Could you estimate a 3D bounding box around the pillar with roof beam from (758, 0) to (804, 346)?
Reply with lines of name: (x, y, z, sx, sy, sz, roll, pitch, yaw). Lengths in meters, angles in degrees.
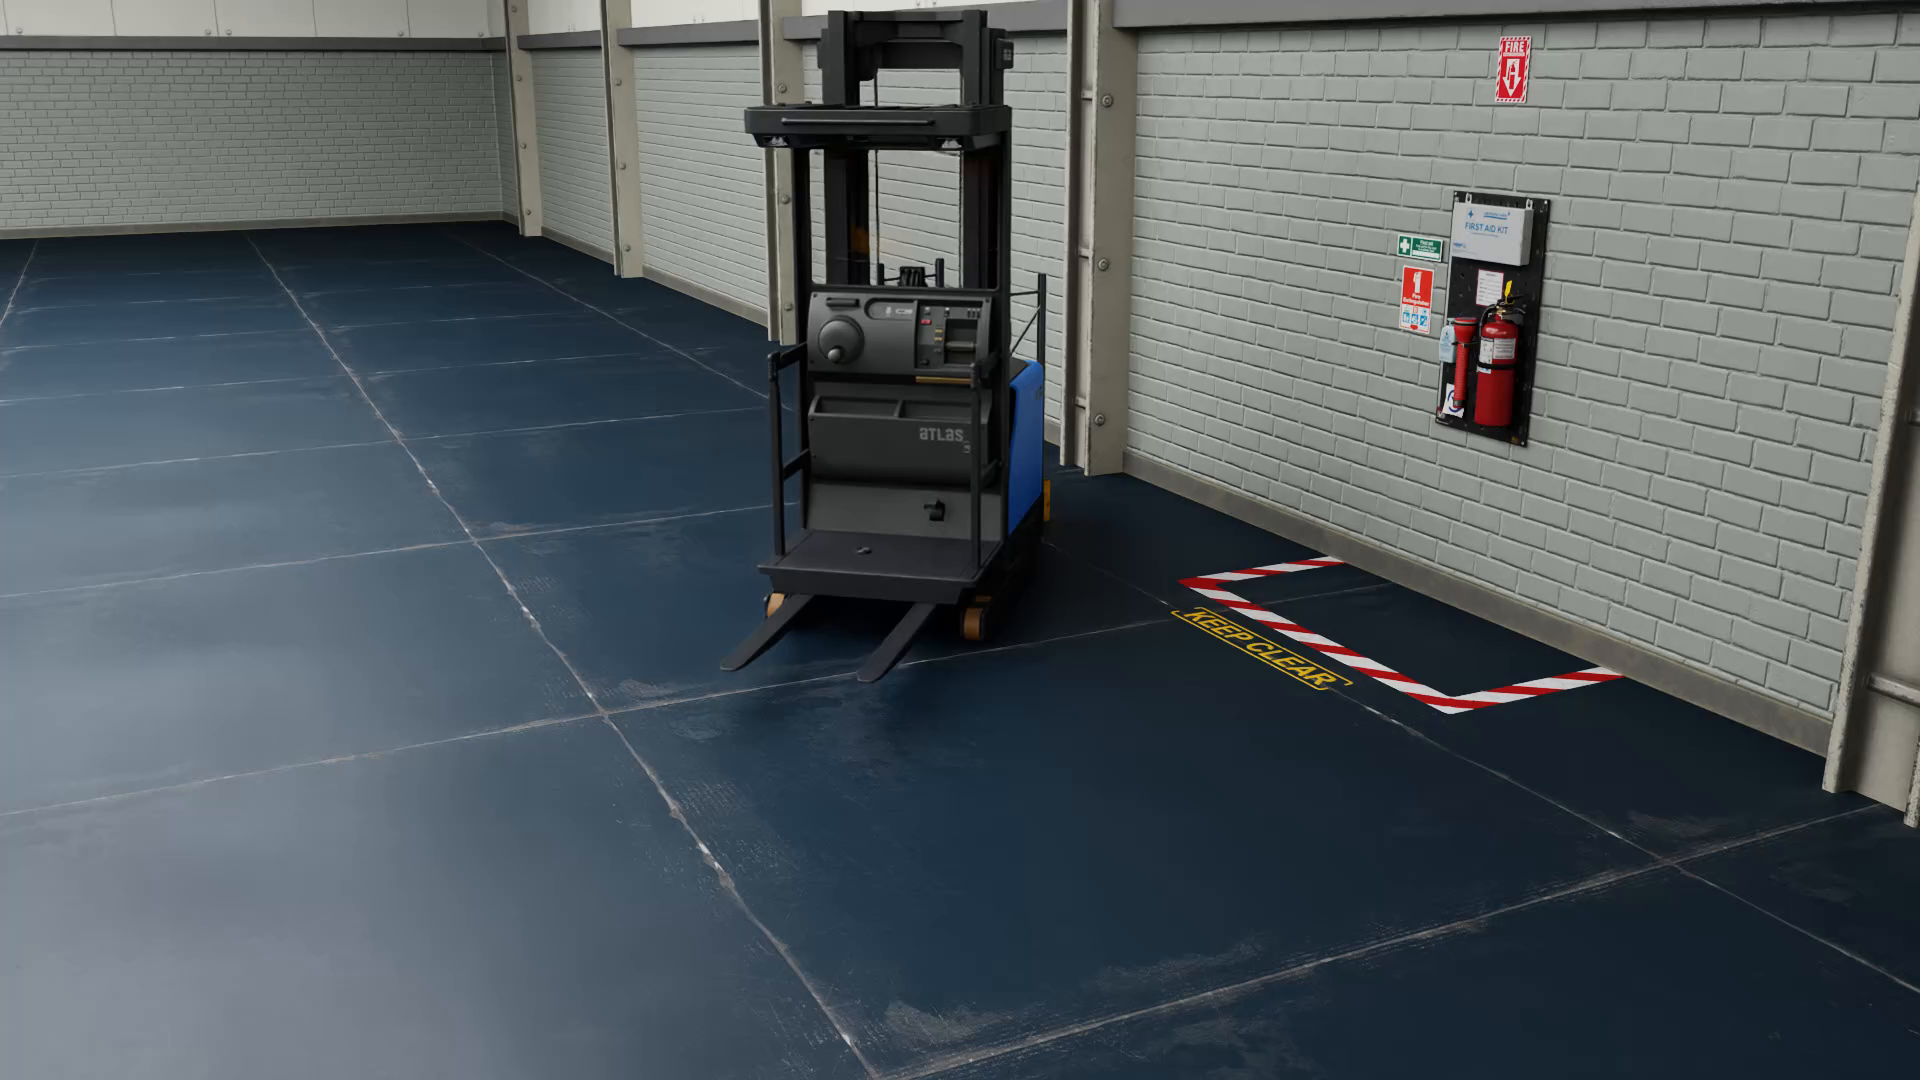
pillar with roof beam: (-5.579, -5.794, 13.626, 9.100, 9.000, 0.400, -8, 18, -25)

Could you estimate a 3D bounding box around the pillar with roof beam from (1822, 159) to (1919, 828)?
pillar with roof beam: (-0.322, -2.818, 3.257, 9.100, 9.000, 0.400, -8, 18, -25)

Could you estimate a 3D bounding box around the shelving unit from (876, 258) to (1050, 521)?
shelving unit: (-0.002, -0.915, 10.219, 0.587, 1.500, 1.083, -12, 20, -35)

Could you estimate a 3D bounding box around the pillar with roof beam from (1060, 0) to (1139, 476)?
pillar with roof beam: (-2.951, -4.306, 8.442, 9.100, 9.000, 0.400, -8, 18, -25)

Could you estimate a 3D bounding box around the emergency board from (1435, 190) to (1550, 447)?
emergency board: (2.499, -1.072, 8.049, 0.194, 1.169, 0.643, -8, 18, -25)

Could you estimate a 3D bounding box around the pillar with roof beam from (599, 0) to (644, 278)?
pillar with roof beam: (-8.208, -7.282, 18.810, 9.100, 9.000, 0.400, -8, 18, -25)

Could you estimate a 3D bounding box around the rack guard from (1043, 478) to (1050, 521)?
rack guard: (0.299, -0.204, 10.009, 0.587, 0.250, 0.087, -12, 20, -35)

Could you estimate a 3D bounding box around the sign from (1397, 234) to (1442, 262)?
sign: (2.344, -1.491, 8.485, 0.001, 0.109, 0.331, -8, 18, -25)

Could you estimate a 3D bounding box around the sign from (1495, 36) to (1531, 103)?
sign: (2.585, -2.201, 7.778, 0.001, 0.298, 0.199, -8, 18, -25)

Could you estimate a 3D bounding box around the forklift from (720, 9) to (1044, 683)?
forklift: (-0.347, -1.033, 8.037, 1.130, 2.935, 3.031, 4, 16, 13)

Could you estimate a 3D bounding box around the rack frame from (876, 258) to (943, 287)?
rack frame: (-0.314, -1.028, 10.616, 0.500, 1.500, 0.032, -12, 20, -35)

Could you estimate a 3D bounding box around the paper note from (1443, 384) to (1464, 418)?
paper note: (2.484, -0.701, 8.353, 0.016, 0.148, 0.142, -8, 18, -25)

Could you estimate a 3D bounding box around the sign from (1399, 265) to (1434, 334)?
sign: (2.350, -1.239, 8.565, 0.001, 0.329, 0.234, -8, 18, -25)

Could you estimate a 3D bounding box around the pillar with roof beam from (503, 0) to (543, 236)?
pillar with roof beam: (-10.837, -8.769, 23.995, 9.100, 9.000, 0.400, -8, 18, -25)

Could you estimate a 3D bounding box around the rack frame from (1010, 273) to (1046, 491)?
rack frame: (0.300, -0.805, 9.836, 0.500, 1.500, 0.032, -12, 20, -35)
